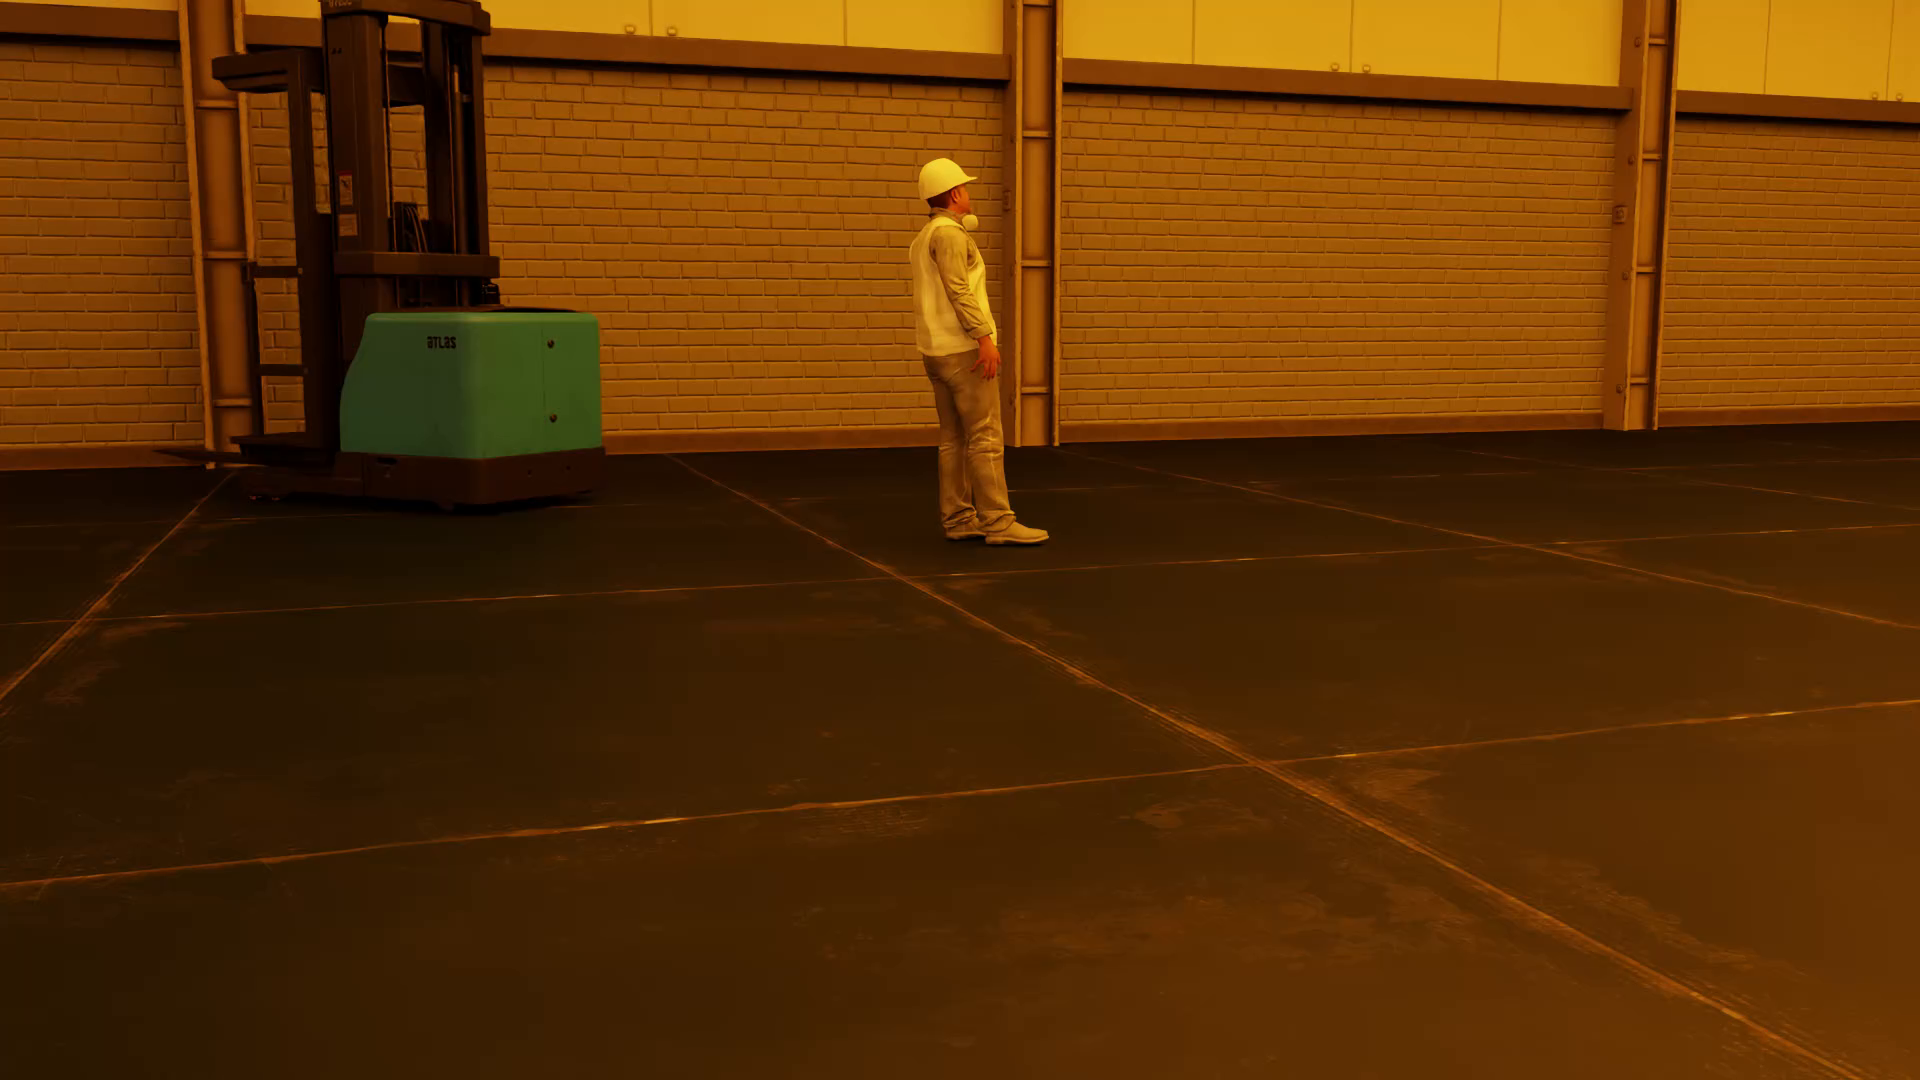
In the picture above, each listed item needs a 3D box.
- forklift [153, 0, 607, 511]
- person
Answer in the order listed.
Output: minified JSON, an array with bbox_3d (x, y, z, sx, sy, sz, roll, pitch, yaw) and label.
[{"bbox_3d":[-3.571,-1.727,9.747,3.031,2.935,1.130,5,9,30],"label":"forklift"},{"bbox_3d":[0.061,-0.888,7.815,0.568,1.773,0.632,-3,8,-18],"label":"person"}]
